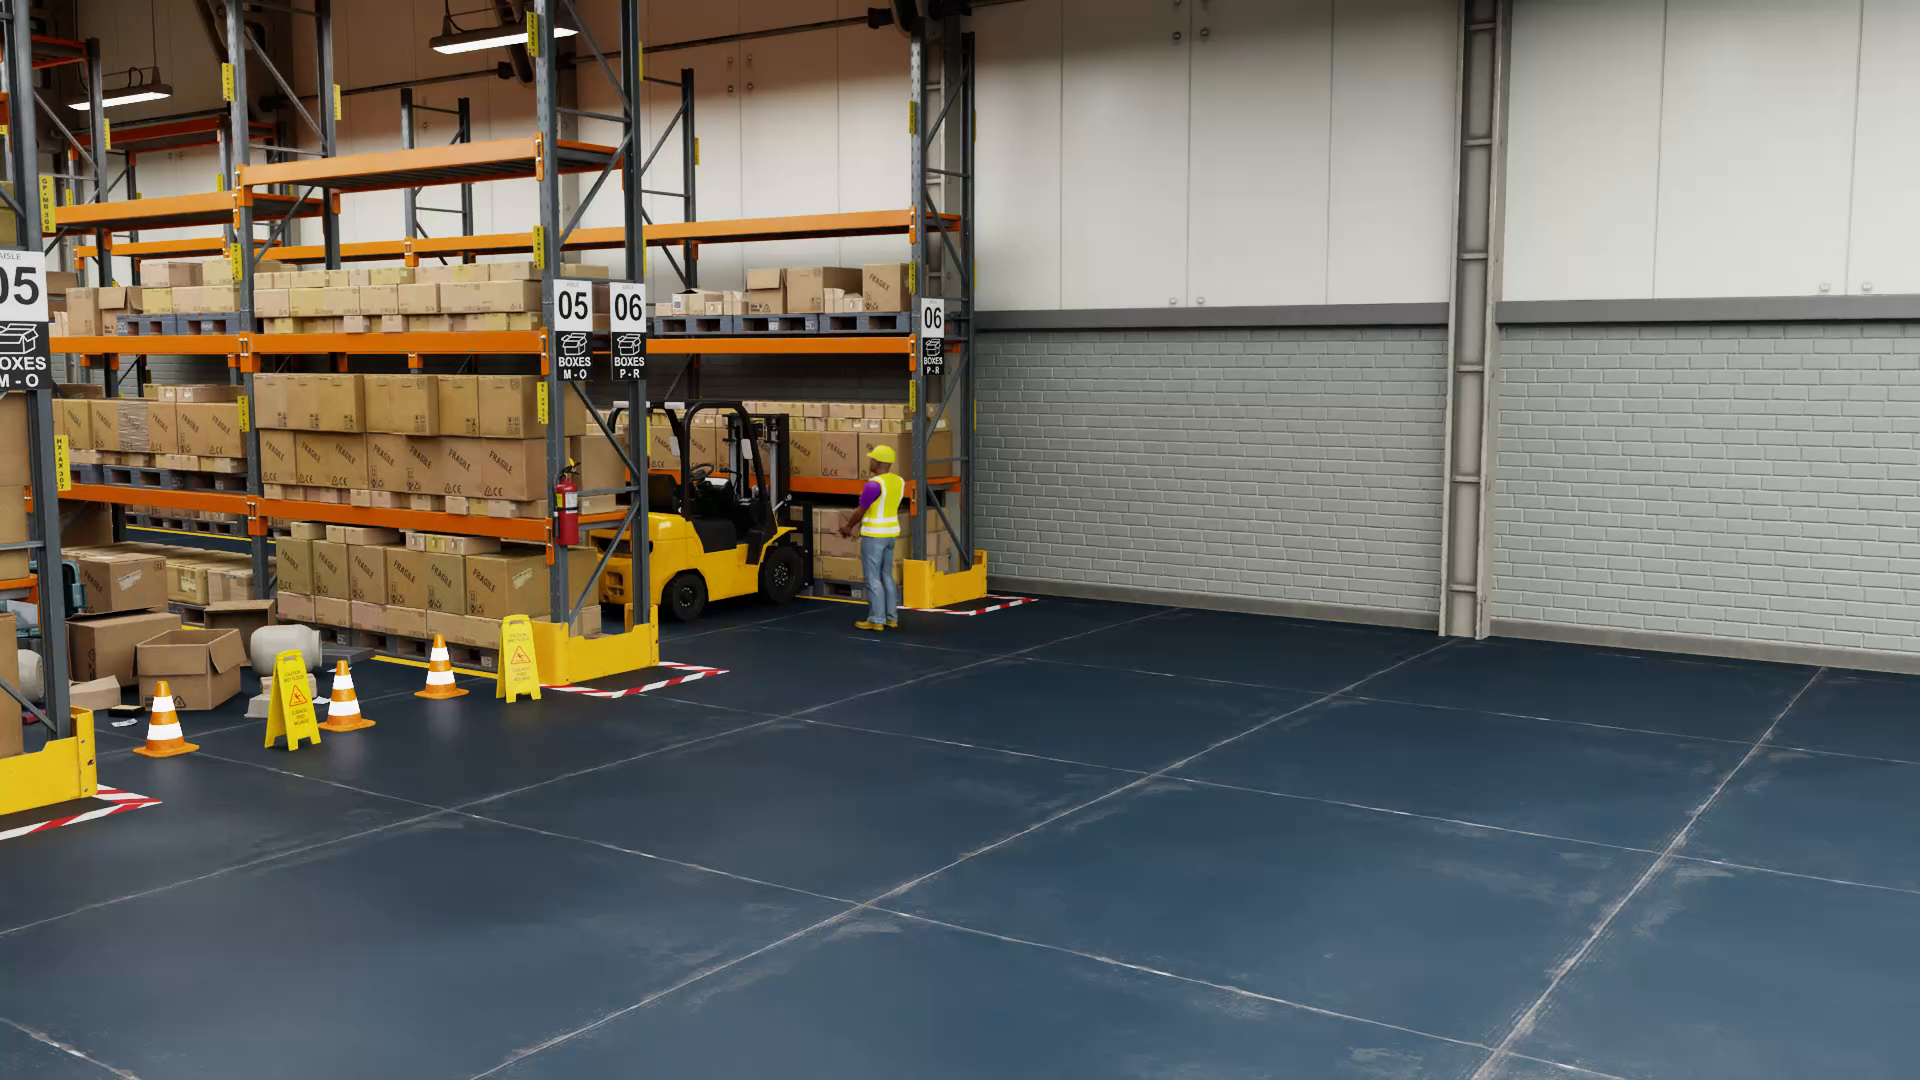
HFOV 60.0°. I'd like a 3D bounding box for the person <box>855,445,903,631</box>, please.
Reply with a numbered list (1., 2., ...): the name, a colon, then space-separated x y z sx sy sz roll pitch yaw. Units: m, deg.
1. person: -0.778 -0.029 15.931 0.402 1.769 0.460 4 7 30
